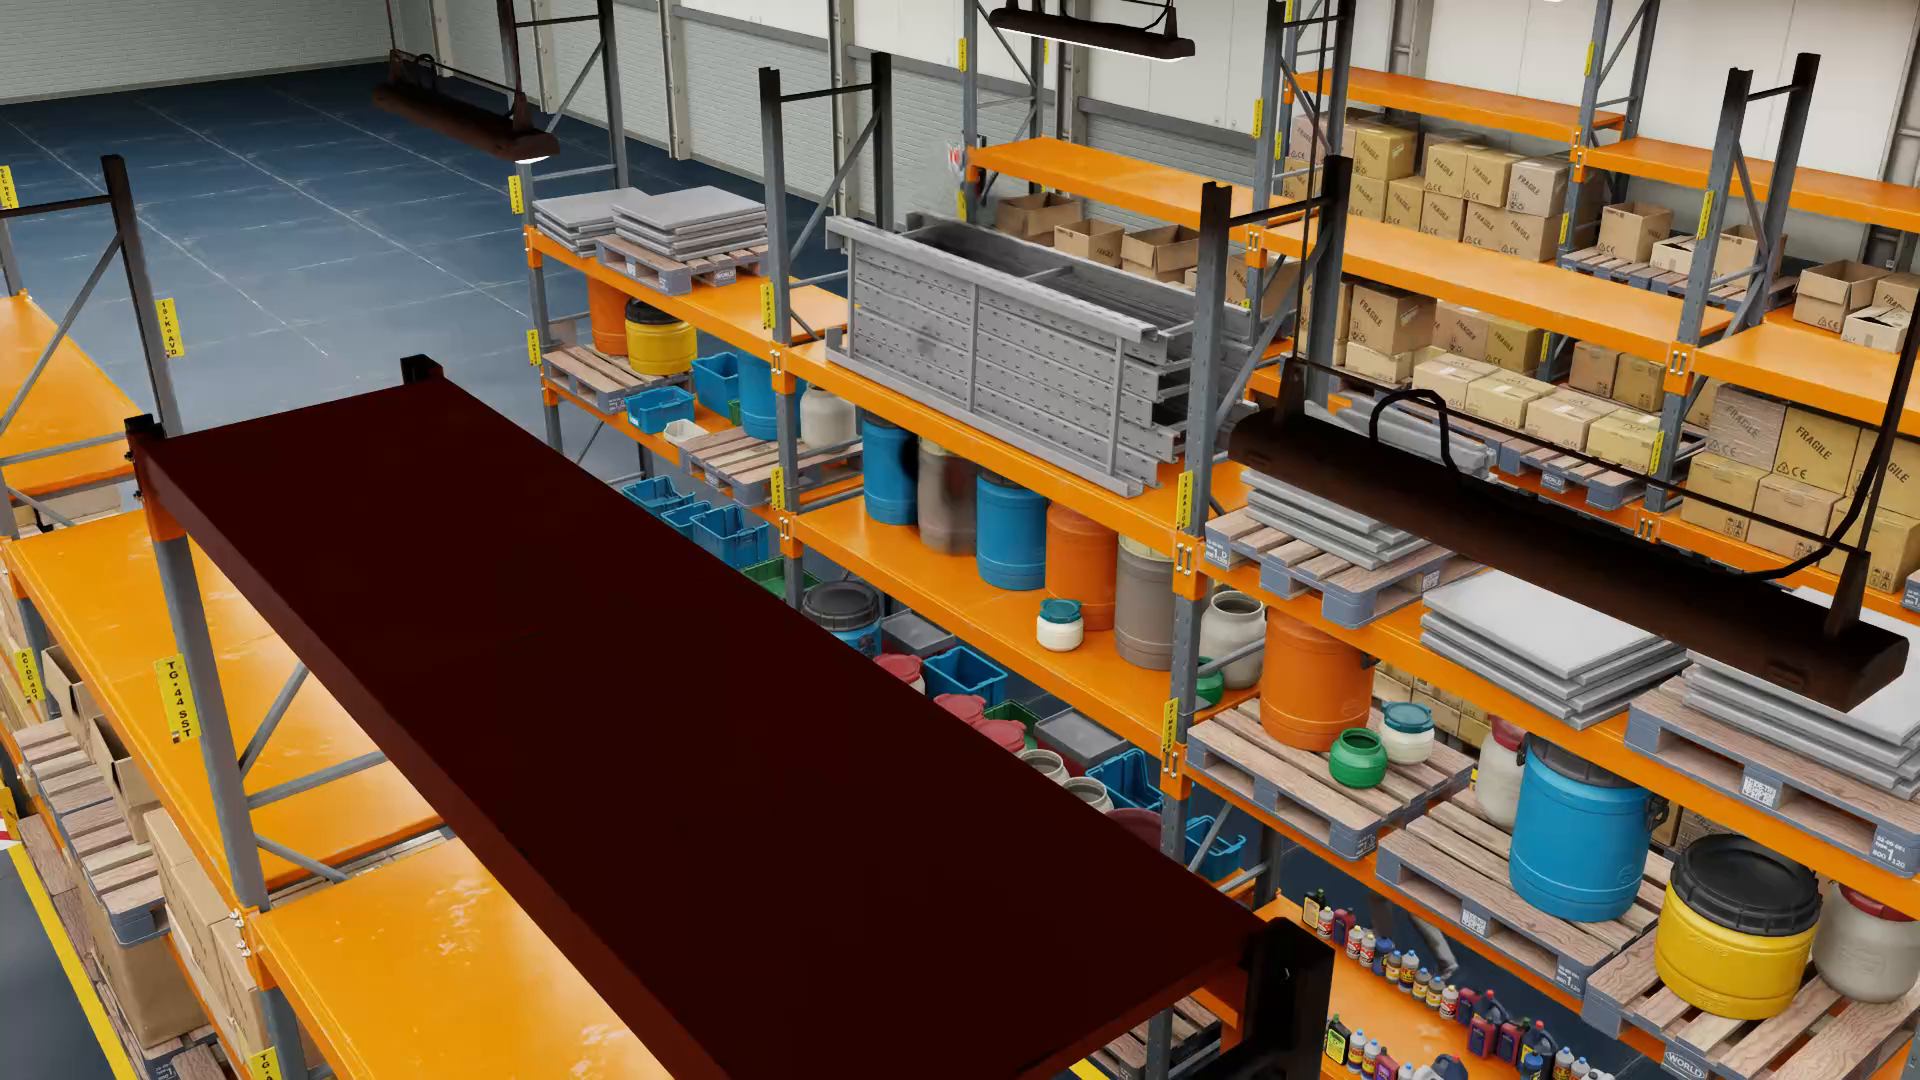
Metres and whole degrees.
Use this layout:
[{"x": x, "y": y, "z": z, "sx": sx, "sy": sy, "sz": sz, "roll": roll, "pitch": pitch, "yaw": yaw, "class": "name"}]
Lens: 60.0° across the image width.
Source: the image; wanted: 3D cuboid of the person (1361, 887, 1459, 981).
[{"x": 3.065, "y": 2.332, "z": 11.252, "sx": 0.559, "sy": 1.437, "sz": 0.804, "roll": -21, "pitch": 33, "yaw": -37, "class": "person"}]
